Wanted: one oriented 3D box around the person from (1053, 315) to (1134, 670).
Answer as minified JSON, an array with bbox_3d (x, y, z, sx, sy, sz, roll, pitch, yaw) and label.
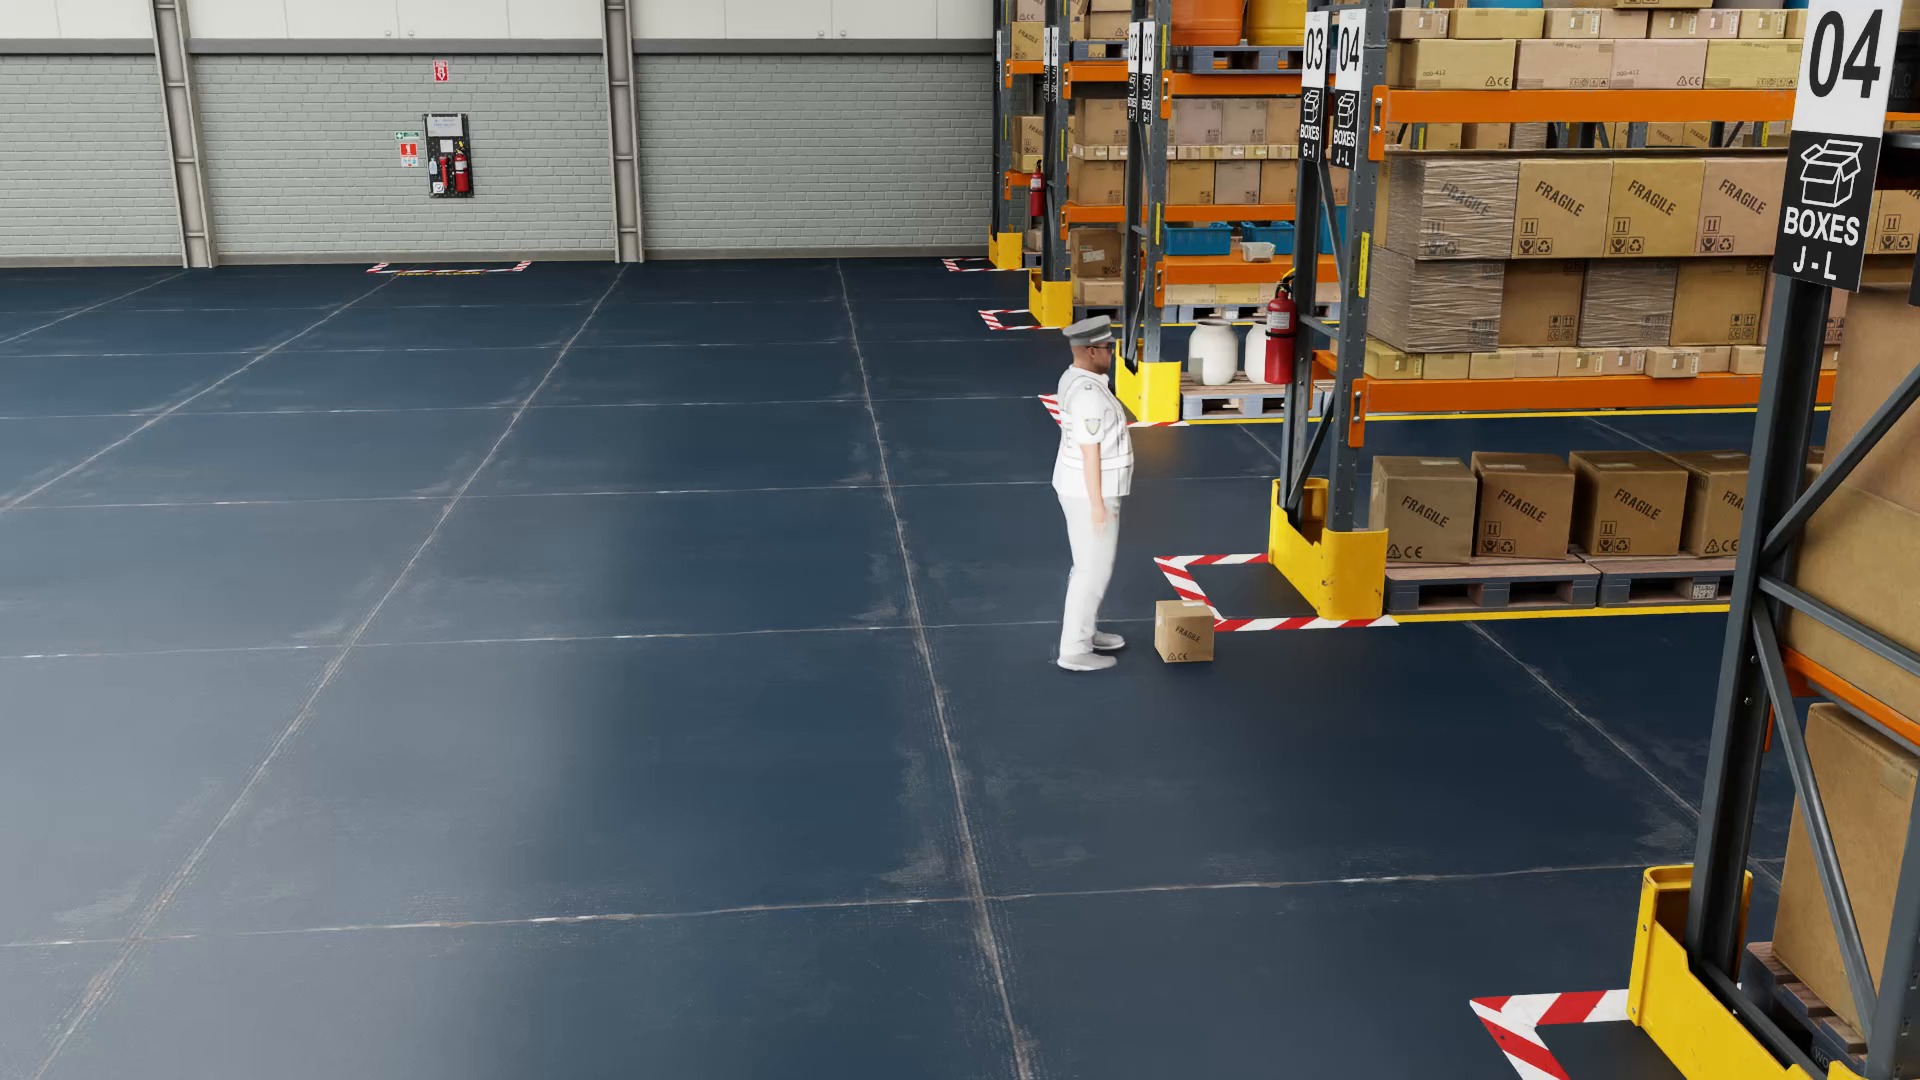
[{"bbox_3d":[0.670,-0.236,8.343,0.400,1.785,0.528,-1,17,-4],"label":"person"}]
